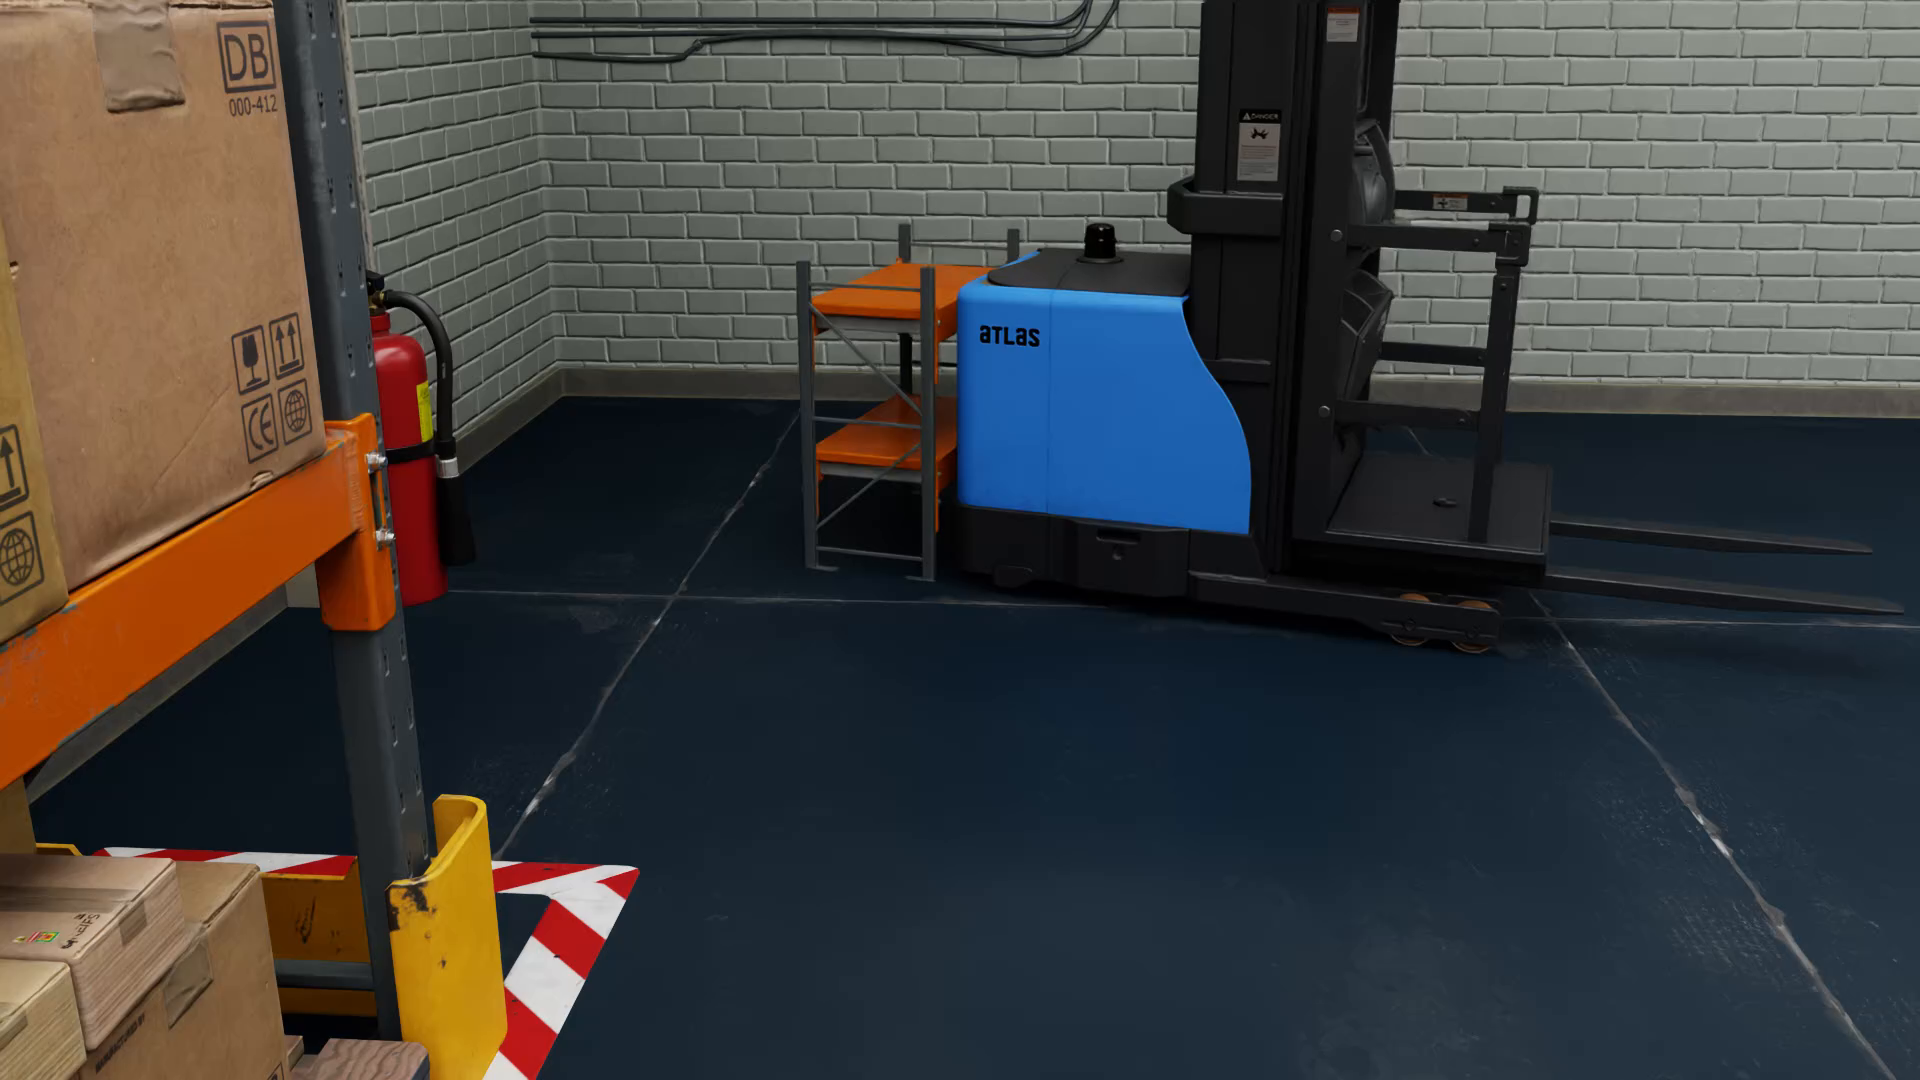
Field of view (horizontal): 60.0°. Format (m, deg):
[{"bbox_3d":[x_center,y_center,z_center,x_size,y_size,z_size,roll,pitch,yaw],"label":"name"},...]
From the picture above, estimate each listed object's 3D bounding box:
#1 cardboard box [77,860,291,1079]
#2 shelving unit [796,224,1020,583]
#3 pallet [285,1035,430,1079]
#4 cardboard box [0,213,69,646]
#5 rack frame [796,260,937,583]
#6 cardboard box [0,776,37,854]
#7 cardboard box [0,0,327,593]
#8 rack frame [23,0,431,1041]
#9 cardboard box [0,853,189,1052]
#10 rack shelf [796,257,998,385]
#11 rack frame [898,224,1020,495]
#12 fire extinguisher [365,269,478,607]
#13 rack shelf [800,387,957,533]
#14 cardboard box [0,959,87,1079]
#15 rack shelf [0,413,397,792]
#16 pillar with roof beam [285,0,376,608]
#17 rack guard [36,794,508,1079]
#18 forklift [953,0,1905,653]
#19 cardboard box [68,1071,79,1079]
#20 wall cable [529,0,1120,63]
[{"bbox_3d":[-1.462,0.811,2.471,0.700,0.500,0.500,1,18,4],"label":"cardboard box"},{"bbox_3d":[-0.166,-0.561,6.329,0.538,1.125,1.048,6,19,17],"label":"shelving unit"},{"bbox_3d":[-1.491,1.178,2.488,1.003,0.211,1.213,1,18,4],"label":"pallet"},{"bbox_3d":[-1.579,-0.155,1.596,0.980,0.700,0.700,1,18,3],"label":"cardboard box"},{"bbox_3d":[-0.327,-0.411,5.870,0.500,1.125,0.032,6,19,17],"label":"rack frame"},{"bbox_3d":[-1.653,0.459,2.502,0.380,0.149,0.250,1,18,4],"label":"cardboard box"},{"bbox_3d":[-1.538,-0.381,2.286,0.980,0.700,0.700,2,18,6],"label":"cardboard box"},{"bbox_3d":[-1.512,-0.397,2.817,1.000,3.000,0.127,1,18,4],"label":"rack frame"},{"bbox_3d":[-1.289,0.547,2.236,0.380,0.149,0.250,1,18,3],"label":"cardboard box"},{"bbox_3d":[-0.166,-0.839,6.238,0.538,0.278,1.000,6,19,17],"label":"rack shelf"},{"bbox_3d":[-0.006,-0.711,6.787,0.500,1.125,0.032,6,19,17],"label":"rack frame"},{"bbox_3d":[-1.040,-0.220,2.999,0.296,0.674,0.183,1,18,4],"label":"fire extinguisher"},{"bbox_3d":[-0.166,-0.329,6.405,0.538,0.278,1.000,6,19,17],"label":"rack shelf"},{"bbox_3d":[-1.307,0.626,1.993,0.380,0.149,0.250,2,18,5],"label":"cardboard box"},{"bbox_3d":[-1.655,0.566,1.033,1.077,0.370,4.000,1,18,4],"label":"rack shelf"},{"bbox_3d":[2.113,-4.010,4.208,9.100,9.000,0.400,1,18,4],"label":"pillar with roof beam"},{"bbox_3d":[-1.510,0.783,3.229,1.175,0.500,0.348,1,18,4],"label":"rack guard"},{"bbox_3d":[1.547,-1.217,5.429,3.031,2.935,1.130,6,19,19],"label":"forklift"},{"bbox_3d":[-1.498,0.966,1.996,0.700,0.500,0.500,1,18,4],"label":"cardboard box"},{"bbox_3d":[-0.750,-3.521,7.703,3.097,2.526,0.112,1,18,4],"label":"wall cable"}]
